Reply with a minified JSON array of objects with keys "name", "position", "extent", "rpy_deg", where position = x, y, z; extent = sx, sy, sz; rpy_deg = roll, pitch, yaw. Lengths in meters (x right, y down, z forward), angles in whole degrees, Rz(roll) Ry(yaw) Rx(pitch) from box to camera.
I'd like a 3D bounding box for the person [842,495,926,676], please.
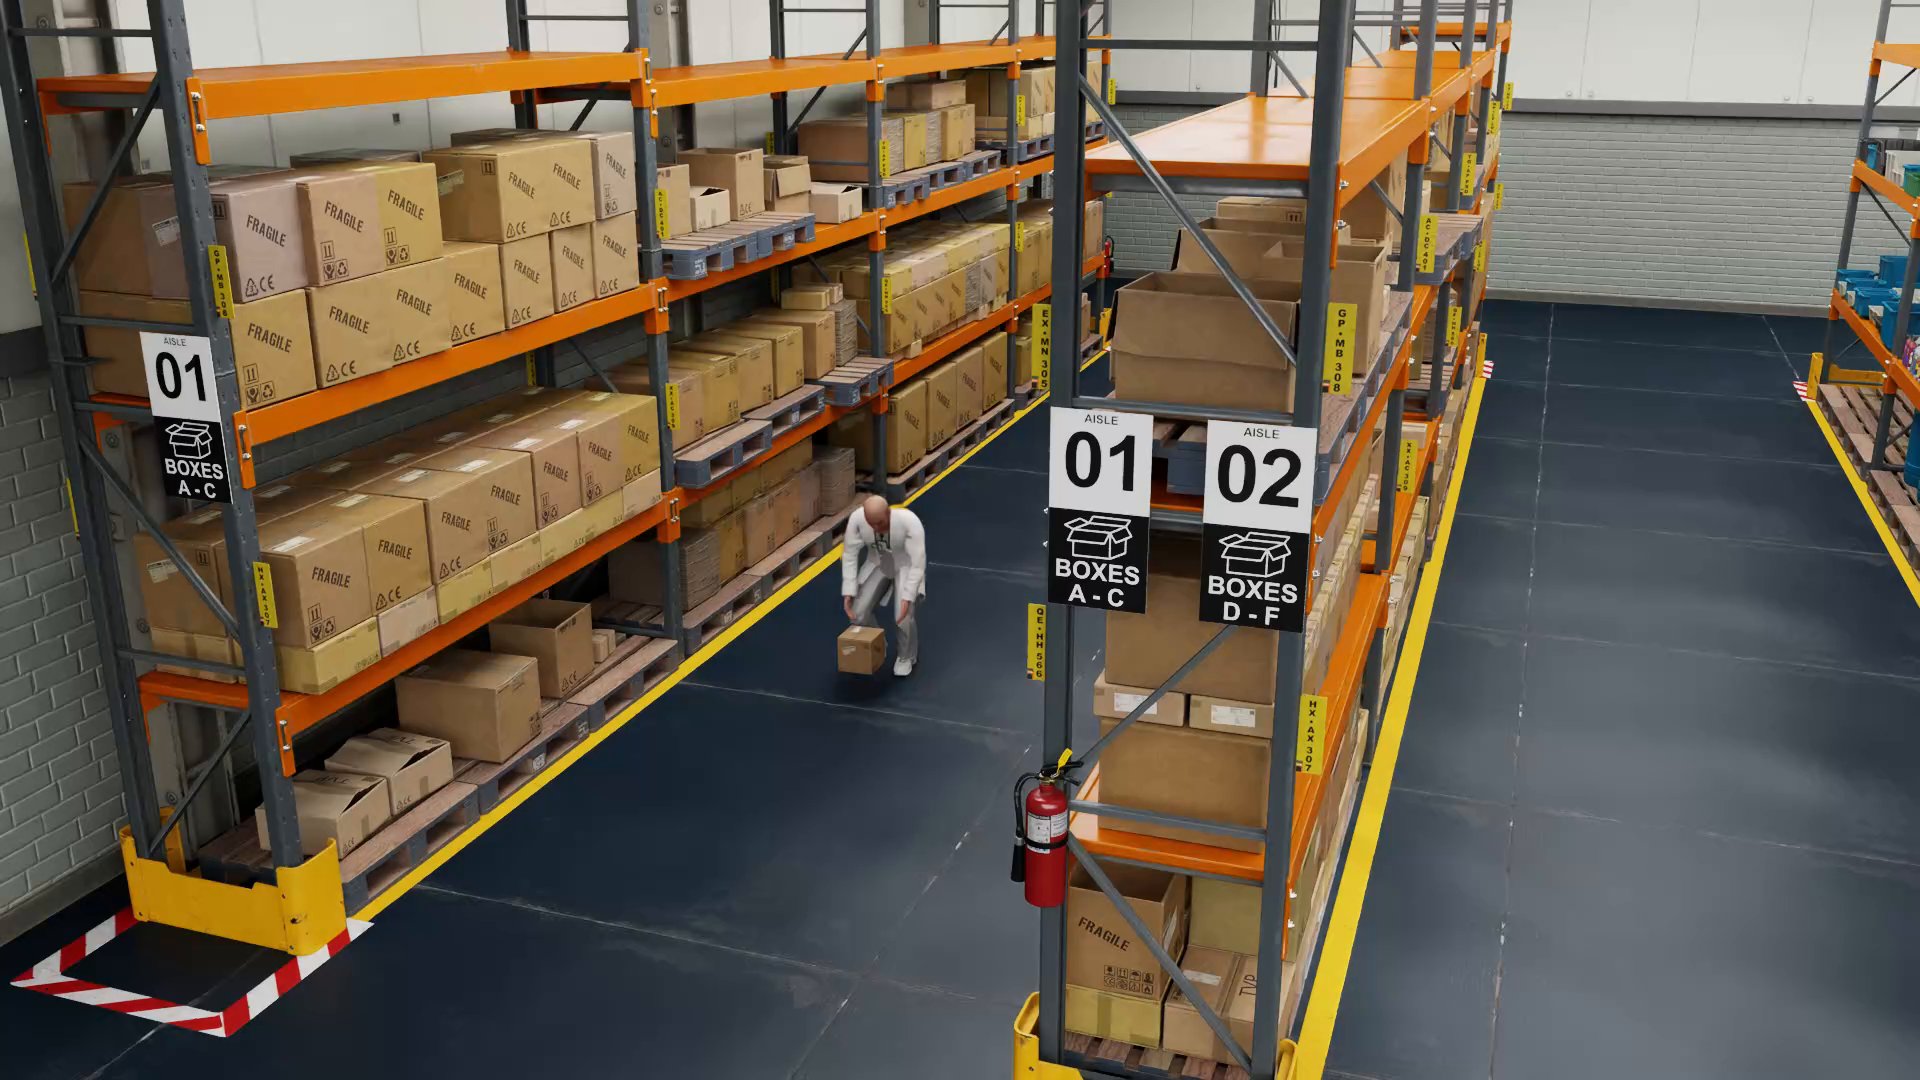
[{"name":"person","position":[-0.502,0.278,11.859],"extent":[0.631,1.395,0.734],"rpy_deg":[6,19,18]}]
